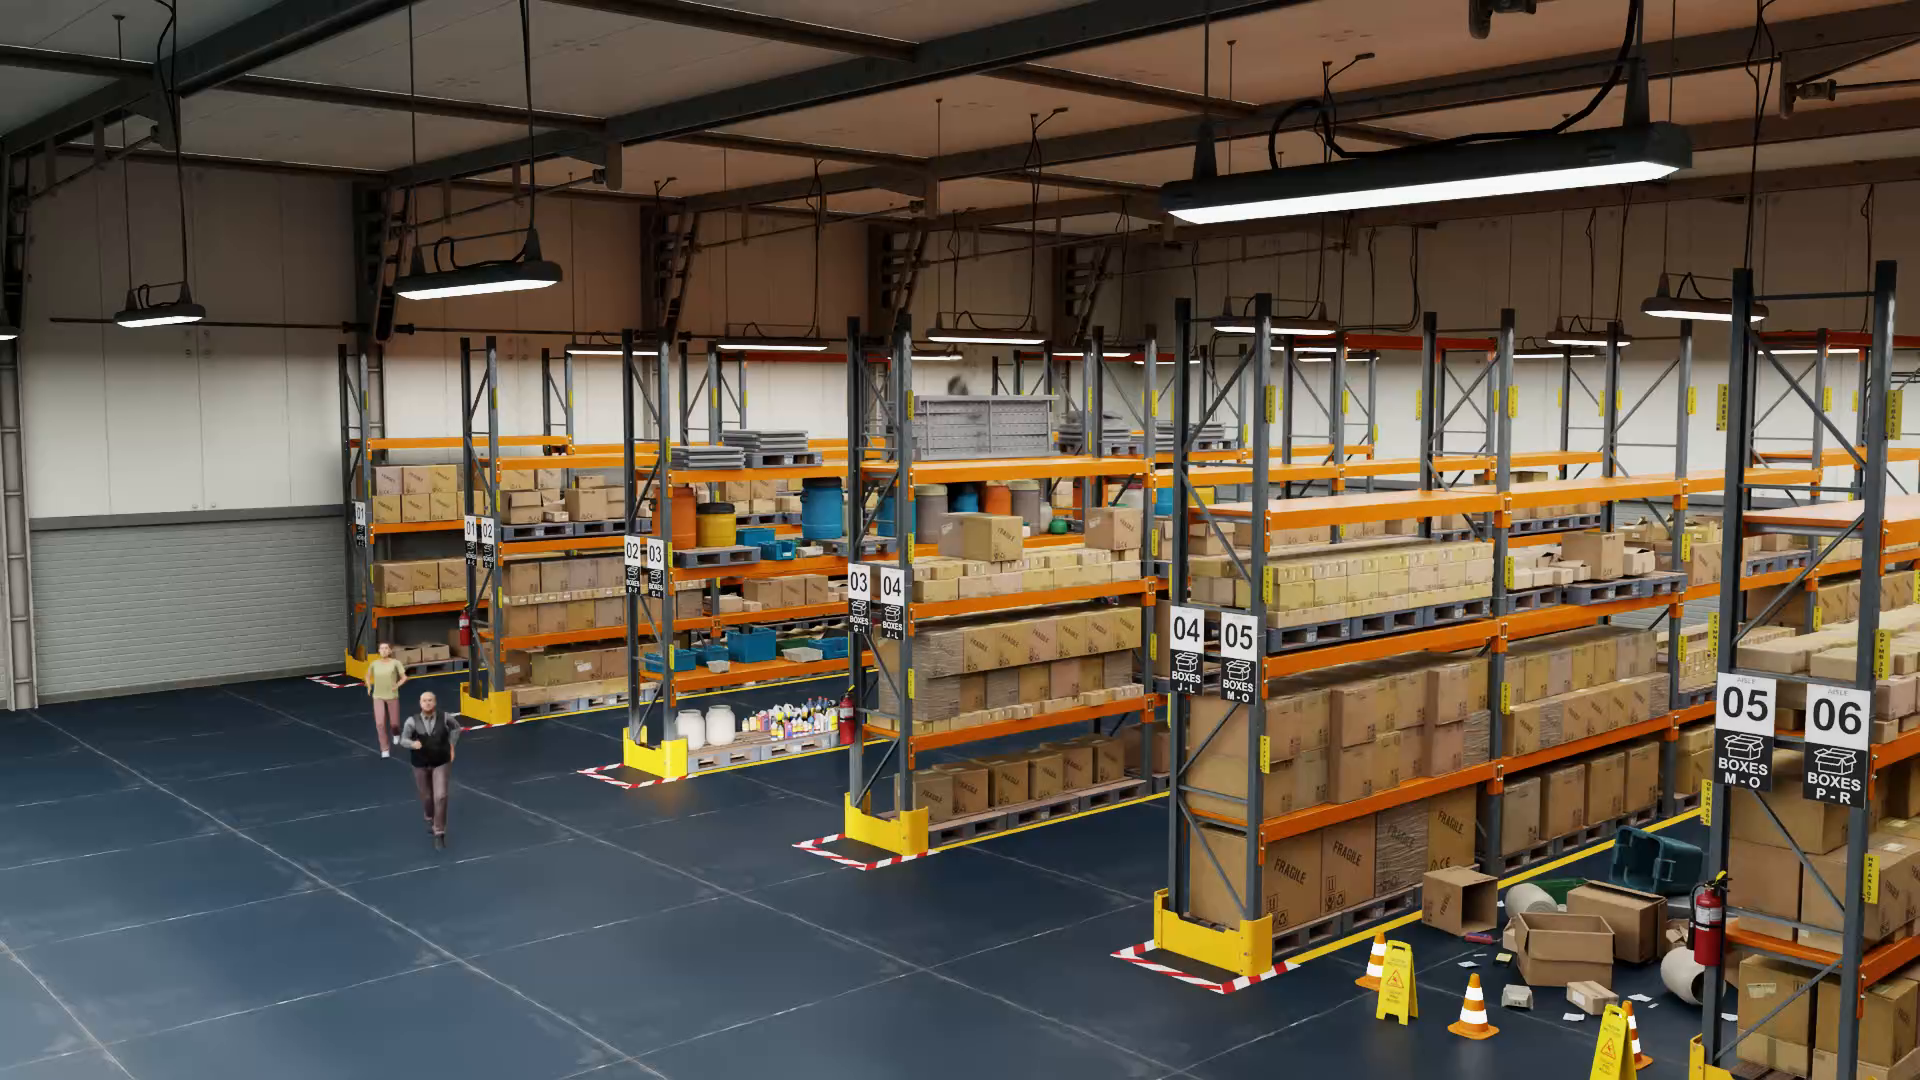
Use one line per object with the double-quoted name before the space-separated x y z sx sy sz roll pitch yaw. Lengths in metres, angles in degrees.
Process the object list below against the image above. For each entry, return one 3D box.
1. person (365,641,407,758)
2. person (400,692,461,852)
"person" -8.154 2.238 23.616 0.584 1.625 0.724 -1 5 -12
"person" -6.041 2.605 18.977 0.648 1.773 0.847 -1 5 -12
